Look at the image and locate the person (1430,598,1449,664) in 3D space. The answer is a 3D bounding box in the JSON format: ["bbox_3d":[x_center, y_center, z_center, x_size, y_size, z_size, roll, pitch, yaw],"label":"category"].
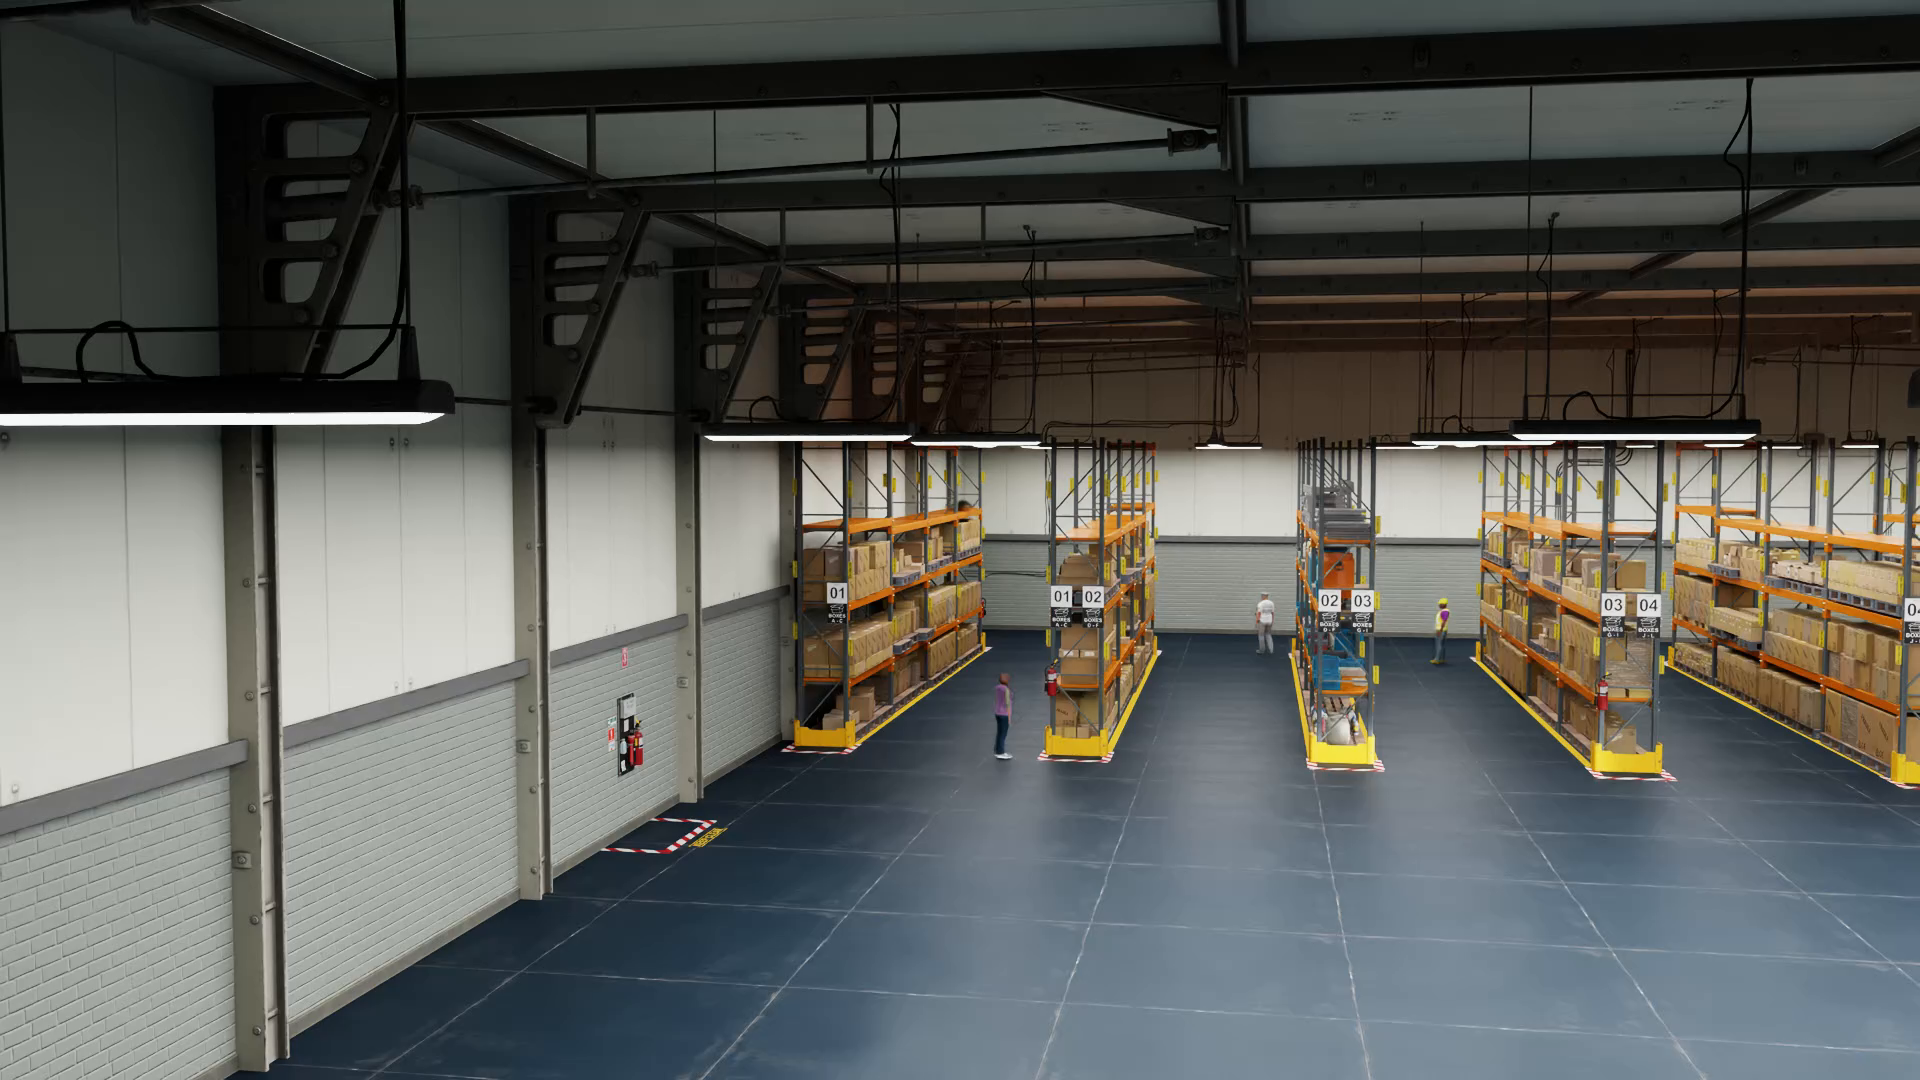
[{"bbox_3d":[12.993,2.460,45.035,0.495,1.766,0.633,1,3,23],"label":"person"}]

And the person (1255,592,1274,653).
[{"bbox_3d":[8.663,2.373,47.303,0.608,1.809,0.442,-2,3,-30],"label":"person"}]

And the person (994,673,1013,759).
[{"bbox_3d":[0.818,3.287,31.067,0.321,1.593,0.509,-2,3,-28],"label":"person"}]
